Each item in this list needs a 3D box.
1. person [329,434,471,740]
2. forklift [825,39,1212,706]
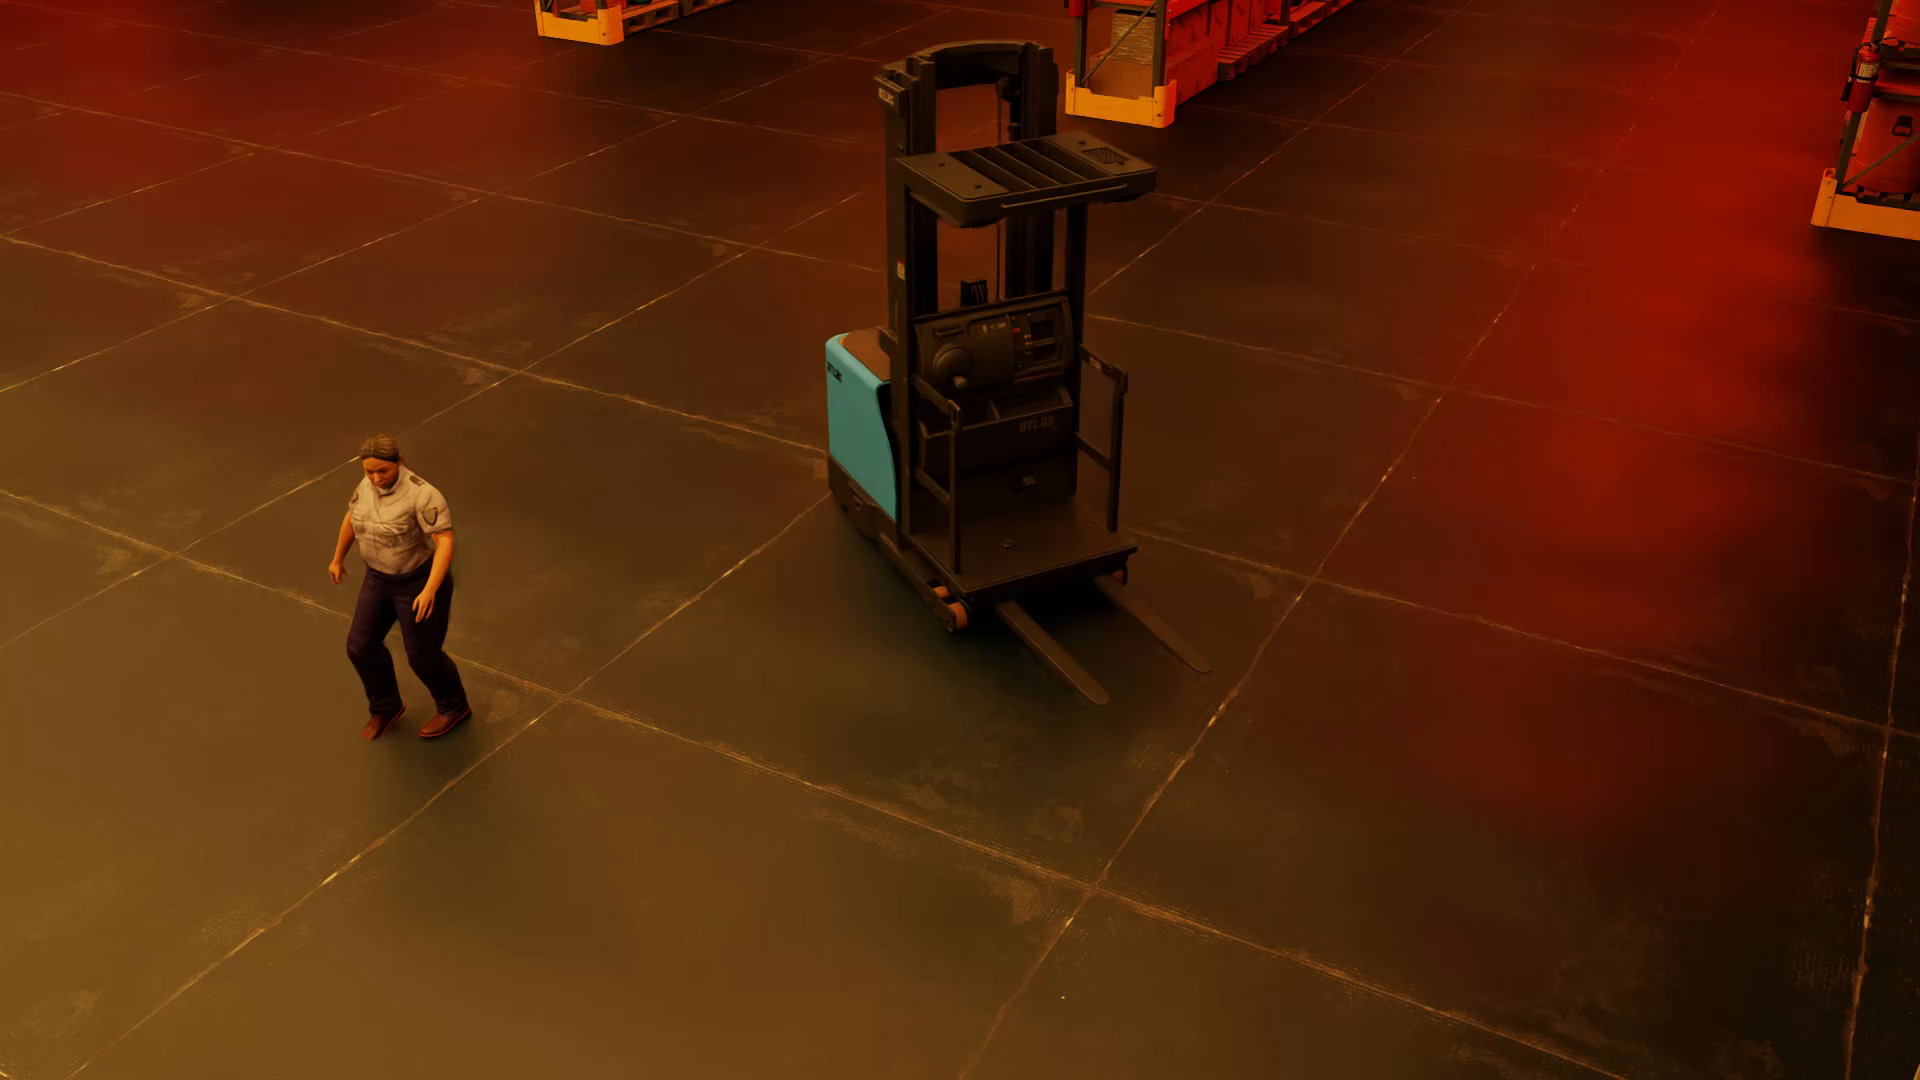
[{"bbox_3d":[-2.703,0.269,7.973,0.880,1.680,0.491,17,34,27],"label":"person"},{"bbox_3d":[0.293,-1.015,8.830,1.130,2.935,3.031,-14,33,-23],"label":"forklift"}]
